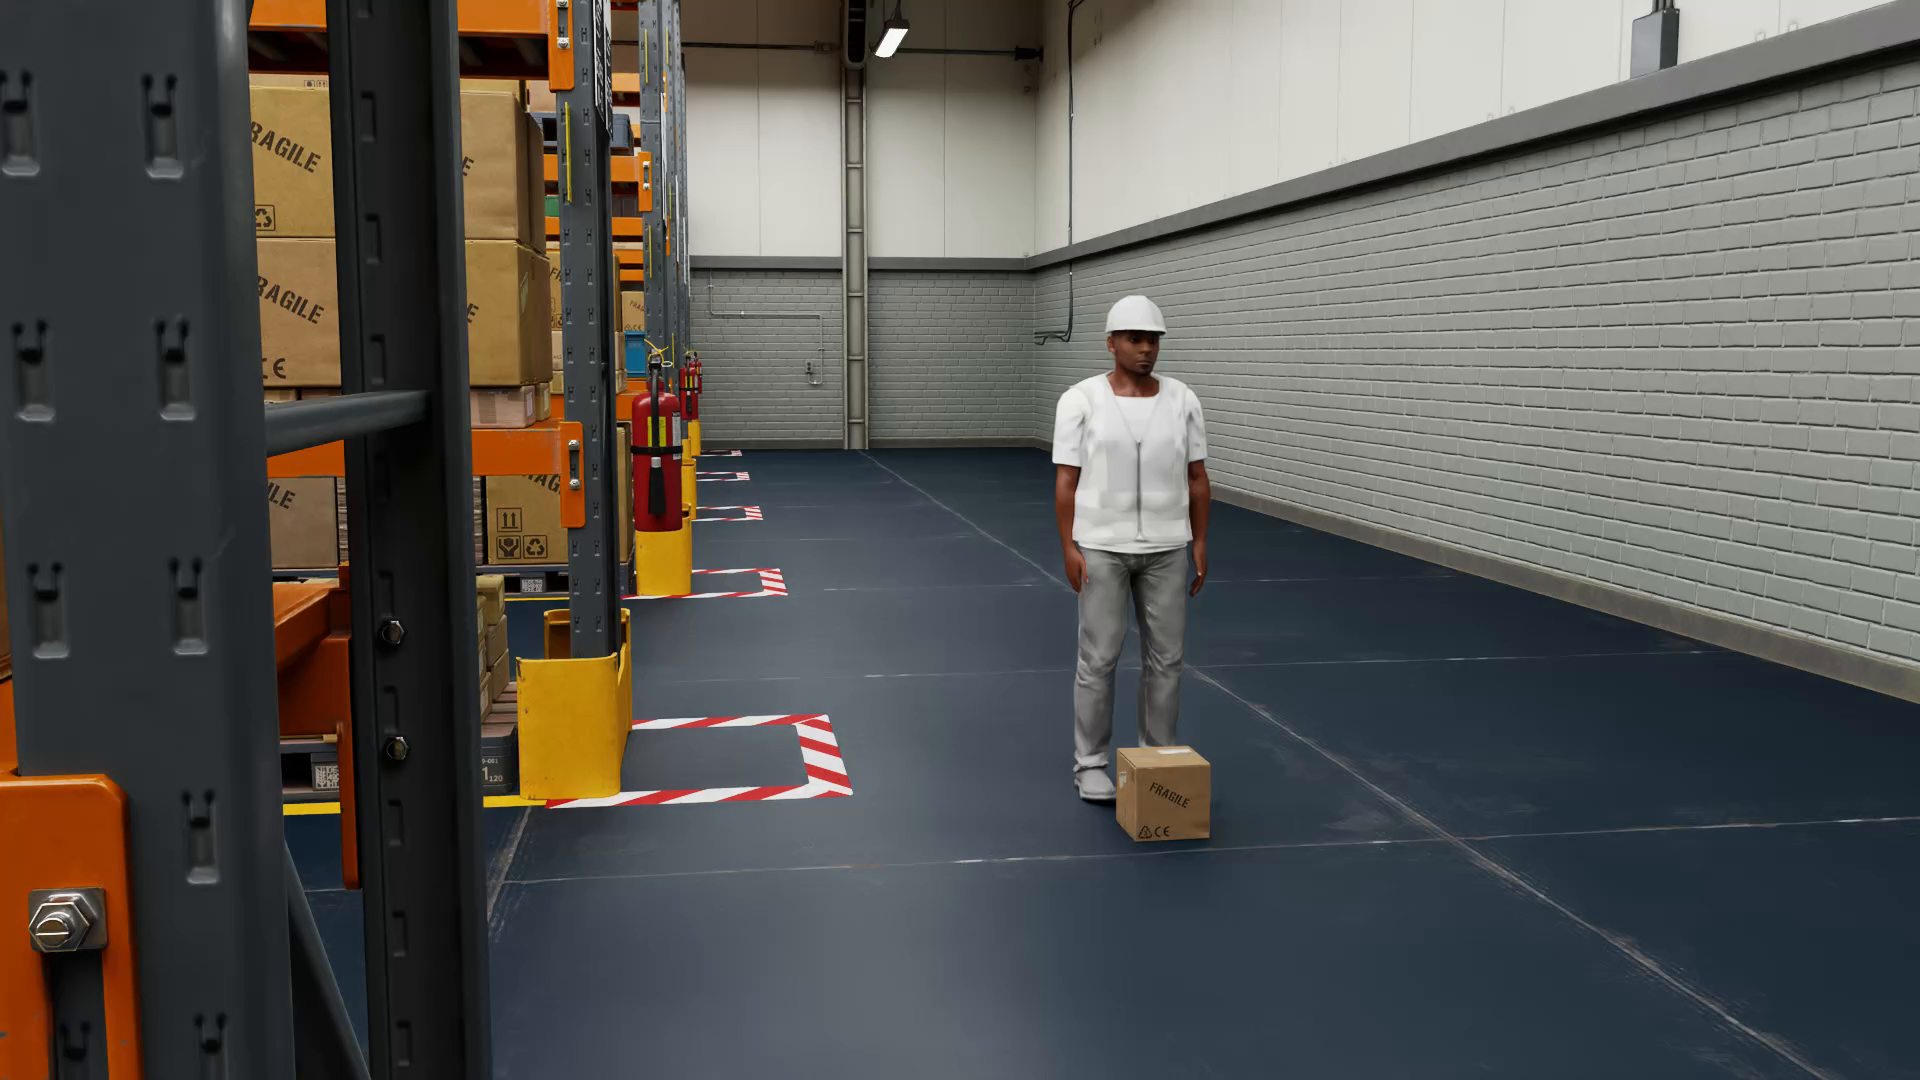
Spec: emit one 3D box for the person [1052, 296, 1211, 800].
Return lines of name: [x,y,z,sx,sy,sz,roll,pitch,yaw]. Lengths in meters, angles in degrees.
person: [0.612,0.028,5.867,0.562,1.763,0.366,-1,6,-7]
